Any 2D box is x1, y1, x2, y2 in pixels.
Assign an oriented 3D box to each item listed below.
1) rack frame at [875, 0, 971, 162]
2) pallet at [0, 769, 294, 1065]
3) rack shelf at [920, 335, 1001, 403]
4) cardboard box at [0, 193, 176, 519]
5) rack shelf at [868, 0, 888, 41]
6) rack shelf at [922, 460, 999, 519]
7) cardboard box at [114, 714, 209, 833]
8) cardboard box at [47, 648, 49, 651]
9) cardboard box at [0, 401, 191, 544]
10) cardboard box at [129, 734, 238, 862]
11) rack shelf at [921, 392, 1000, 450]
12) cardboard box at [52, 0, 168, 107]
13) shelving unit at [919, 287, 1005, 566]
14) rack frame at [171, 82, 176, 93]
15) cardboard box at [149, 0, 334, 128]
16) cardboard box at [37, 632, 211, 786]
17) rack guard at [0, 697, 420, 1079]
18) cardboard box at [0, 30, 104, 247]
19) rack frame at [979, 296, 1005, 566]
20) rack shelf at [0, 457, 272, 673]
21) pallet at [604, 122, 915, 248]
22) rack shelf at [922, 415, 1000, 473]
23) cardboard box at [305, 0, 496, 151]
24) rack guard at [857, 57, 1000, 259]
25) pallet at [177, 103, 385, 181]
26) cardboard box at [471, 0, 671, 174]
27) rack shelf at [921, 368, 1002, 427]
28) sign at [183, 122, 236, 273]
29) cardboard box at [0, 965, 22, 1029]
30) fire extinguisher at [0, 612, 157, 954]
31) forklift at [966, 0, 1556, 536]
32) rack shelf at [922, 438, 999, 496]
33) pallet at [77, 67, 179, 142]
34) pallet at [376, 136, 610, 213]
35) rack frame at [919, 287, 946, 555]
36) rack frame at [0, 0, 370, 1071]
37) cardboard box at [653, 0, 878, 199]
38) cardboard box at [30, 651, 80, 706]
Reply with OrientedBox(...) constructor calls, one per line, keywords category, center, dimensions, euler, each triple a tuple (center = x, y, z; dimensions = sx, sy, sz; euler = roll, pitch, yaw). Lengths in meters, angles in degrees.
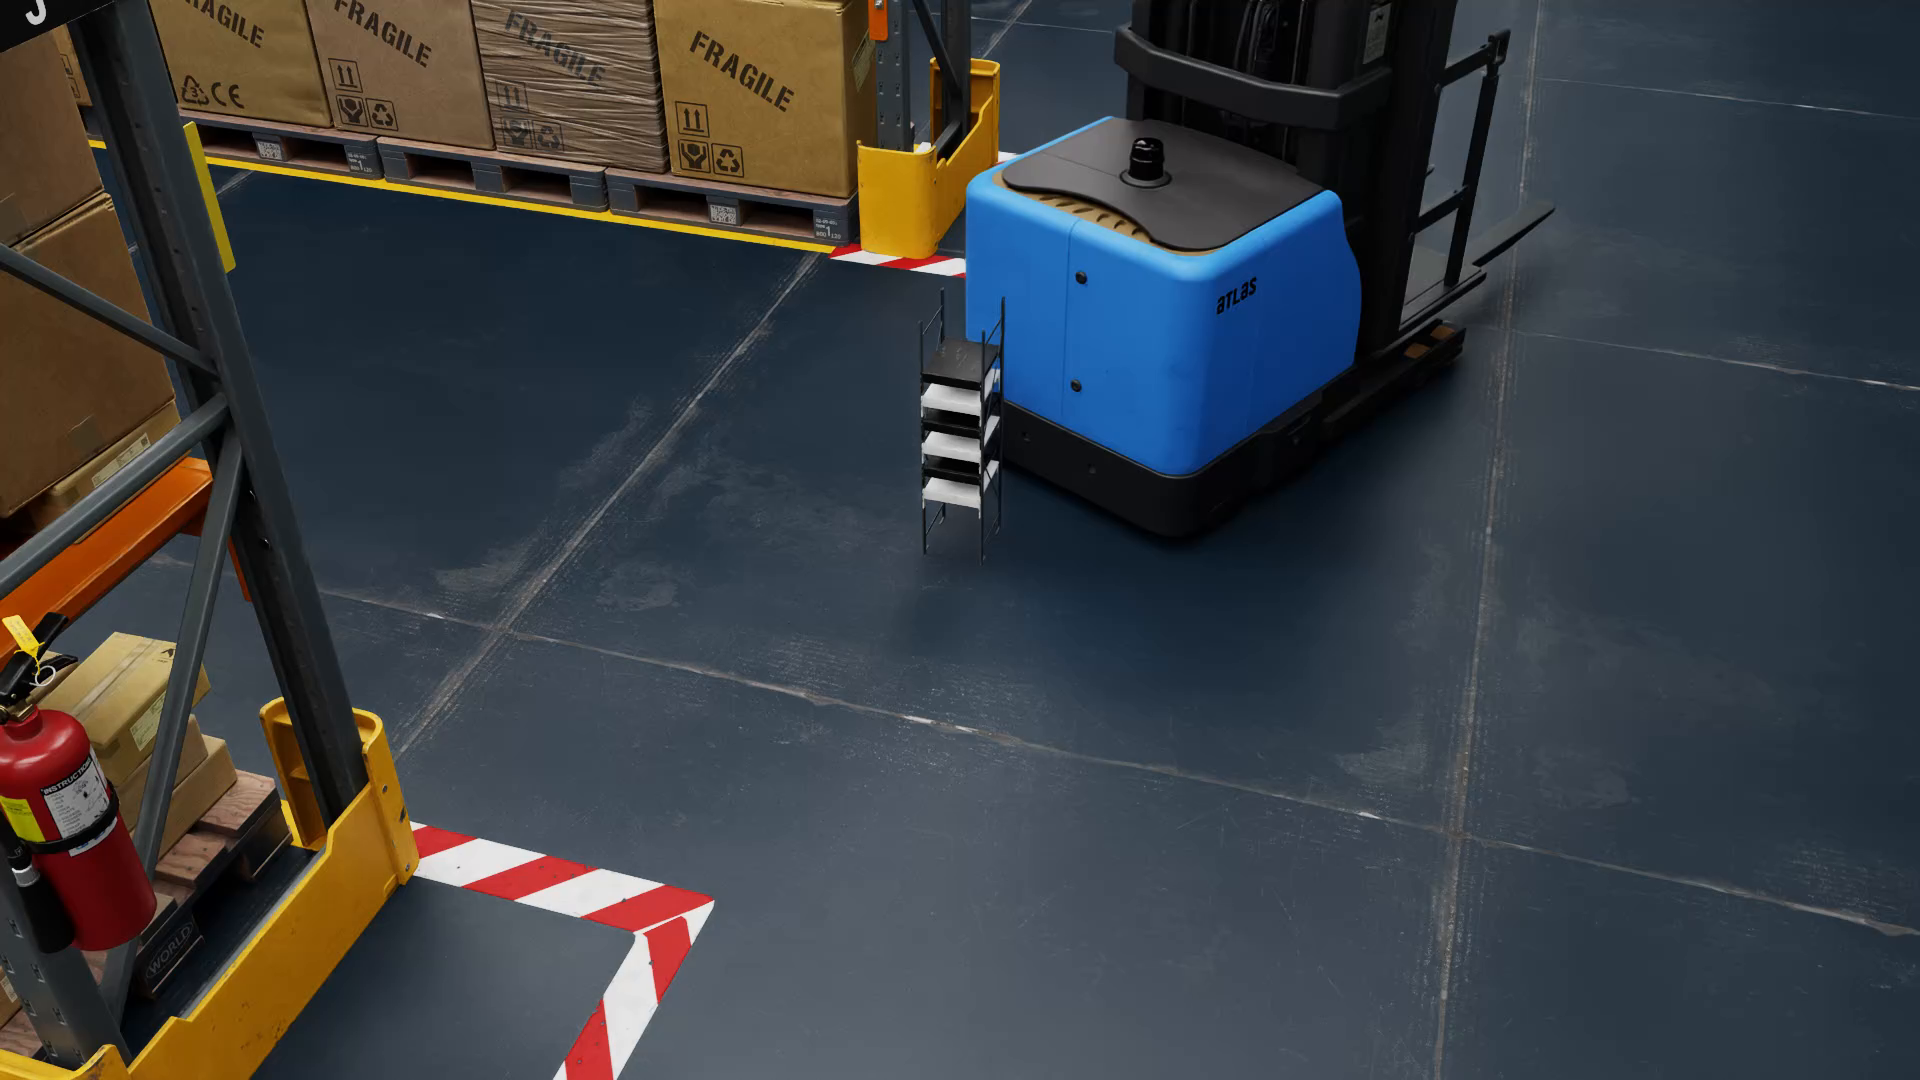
OrientedBox(category="rack frame", center=(-0.153, -2.822, 7.054), dimensions=(0.127, 3.000, 1.000), euler=(10, 38, 14))
OrientedBox(category="pallet", center=(-2.566, 0.913, 4.332), dimensions=(1.213, 0.211, 1.003), euler=(10, 38, 14))
OrientedBox(category="rack shelf", center=(0.008, -0.552, 5.341), dimensions=(0.200, 0.077, 0.258), euler=(10, 38, 14))
OrientedBox(category="cardboard box", center=(-2.074, -0.429, 3.467), dimensions=(0.500, 0.500, 0.500), euler=(12, 38, 16))
OrientedBox(category="rack shelf", center=(-2.062, -2.886, 7.747), dimensions=(4.000, 0.370, 1.077), euler=(10, 38, 14))
OrientedBox(category="rack shelf", center=(0.008, -0.189, 5.608), dimensions=(0.200, 0.077, 0.258), euler=(10, 38, 14))
OrientedBox(category="cardboard box", center=(-2.152, 0.588, 4.220), dimensions=(0.250, 0.149, 0.380), euler=(12, 38, 16))
OrientedBox(category="cardboard box", center=(-2.628, 0.323, 4.329), dimensions=(0.250, 0.149, 0.380), euler=(10, 38, 14))
OrientedBox(category="cardboard box", center=(-1.940, -0.175, 3.669), dimensions=(0.250, 0.149, 0.380), euler=(10, 38, 14))
OrientedBox(category="cardboard box", center=(-2.133, 0.672, 4.357), dimensions=(0.250, 0.149, 0.380), euler=(11, 38, 15))
OrientedBox(category="rack shelf", center=(0.008, -0.407, 5.448), dimensions=(0.200, 0.077, 0.258), euler=(10, 38, 14))
OrientedBox(category="cardboard box", center=(-4.588, -2.944, 8.658), dimensions=(0.875, 0.875, 1.225), euler=(11, 38, 14))
OrientedBox(category="shelving unit", center=(0.008, -0.361, 5.481), dimensions=(0.210, 0.900, 0.258), euler=(10, 38, 14))
OrientedBox(category="rack frame", center=(-3.971, -3.529, 8.014), dimensions=(0.127, 3.000, 1.000), euler=(10, 38, 14))
OrientedBox(category="cardboard box", center=(-3.365, -2.680, 8.299), dimensions=(0.875, 0.875, 0.875), euler=(10, 38, 14))
OrientedBox(category="cardboard box", center=(-2.127, 0.421, 4.196), dimensions=(0.250, 0.149, 0.380), euler=(9, 37, 12))
OrientedBox(category="rack guard", center=(-1.801, 0.960, 4.024), dimensions=(0.348, 0.500, 1.175), euler=(10, 38, 14))
OrientedBox(category="cardboard box", center=(-2.078, -0.826, 3.163), dimensions=(0.500, 0.500, 0.500), euler=(10, 38, 14))
OrientedBox(category="rack frame", center=(0.105, -0.343, 5.457), dimensions=(0.006, 0.900, 0.240), euler=(10, 38, 14))
OrientedBox(category="rack shelf", center=(-3.637, -0.097, 3.958), dimensions=(4.000, 0.370, 1.077), euler=(10, 38, 14))
OrientedBox(category="pallet", center=(-0.939, -1.796, 8.012), dimensions=(1.213, 0.211, 1.003), euler=(10, 38, 14))
OrientedBox(category="rack shelf", center=(0.008, -0.334, 5.501), dimensions=(0.200, 0.077, 0.258), euler=(10, 38, 14))
OrientedBox(category="cardboard box", center=(-2.506, -2.521, 8.083), dimensions=(0.875, 0.875, 0.875), euler=(10, 38, 14))
OrientedBox(category="rack guard", center=(-0.130, -1.811, 7.789), dimensions=(0.348, 0.500, 1.175), euler=(10, 38, 14))
OrientedBox(category="pallet", center=(-3.268, -2.227, 8.598), dimensions=(1.213, 0.211, 1.003), euler=(10, 38, 14))
OrientedBox(category="cardboard box", center=(-1.656, -2.364, 7.870), dimensions=(0.875, 0.875, 0.875), euler=(10, 38, 14))
OrientedBox(category="rack shelf", center=(0.008, -0.479, 5.394), dimensions=(0.200, 0.077, 0.258), euler=(10, 38, 14))
OrientedBox(category="sign", center=(-1.567, -0.689, 3.425), dimensions=(0.005, 0.325, 0.100), euler=(10, 38, 14))
OrientedBox(category="cardboard box", center=(-2.293, 0.971, 3.952), dimensions=(0.250, 0.149, 0.380), euler=(11, 38, 15))
OrientedBox(category="fire extinguisher", center=(-1.625, 0.454, 2.983), dimensions=(0.183, 0.674, 0.296), euler=(10, 38, 14))
OrientedBox(category="forklift", center=(1.378, -1.976, 5.962), dimensions=(1.130, 2.935, 3.031), euler=(29, 45, 33))
OrientedBox(category="rack shelf", center=(0.008, -0.262, 5.554), dimensions=(0.200, 0.077, 0.258), euler=(10, 38, 14))
OrientedBox(category="pallet", center=(-4.730, -2.500, 8.968), dimensions=(1.213, 0.211, 1.003), euler=(10, 38, 14))
OrientedBox(category="pallet", center=(-2.100, -2.013, 8.306), dimensions=(1.213, 0.211, 1.003), euler=(10, 38, 14))
OrientedBox(category="rack frame", center=(-0.089, -0.379, 5.506), dimensions=(0.006, 0.900, 0.240), euler=(10, 38, 14))
OrientedBox(category="rack frame", center=(-1.728, -0.033, 3.265), dimensions=(0.127, 3.000, 1.000), euler=(10, 38, 14))
OrientedBox(category="cardboard box", center=(-0.787, -2.203, 7.651), dimensions=(0.875, 0.875, 0.875), euler=(10, 38, 14))
OrientedBox(category="cardboard box", center=(-2.426, 0.441, 4.170), dimensions=(0.250, 0.149, 0.380), euler=(11, 38, 15))
